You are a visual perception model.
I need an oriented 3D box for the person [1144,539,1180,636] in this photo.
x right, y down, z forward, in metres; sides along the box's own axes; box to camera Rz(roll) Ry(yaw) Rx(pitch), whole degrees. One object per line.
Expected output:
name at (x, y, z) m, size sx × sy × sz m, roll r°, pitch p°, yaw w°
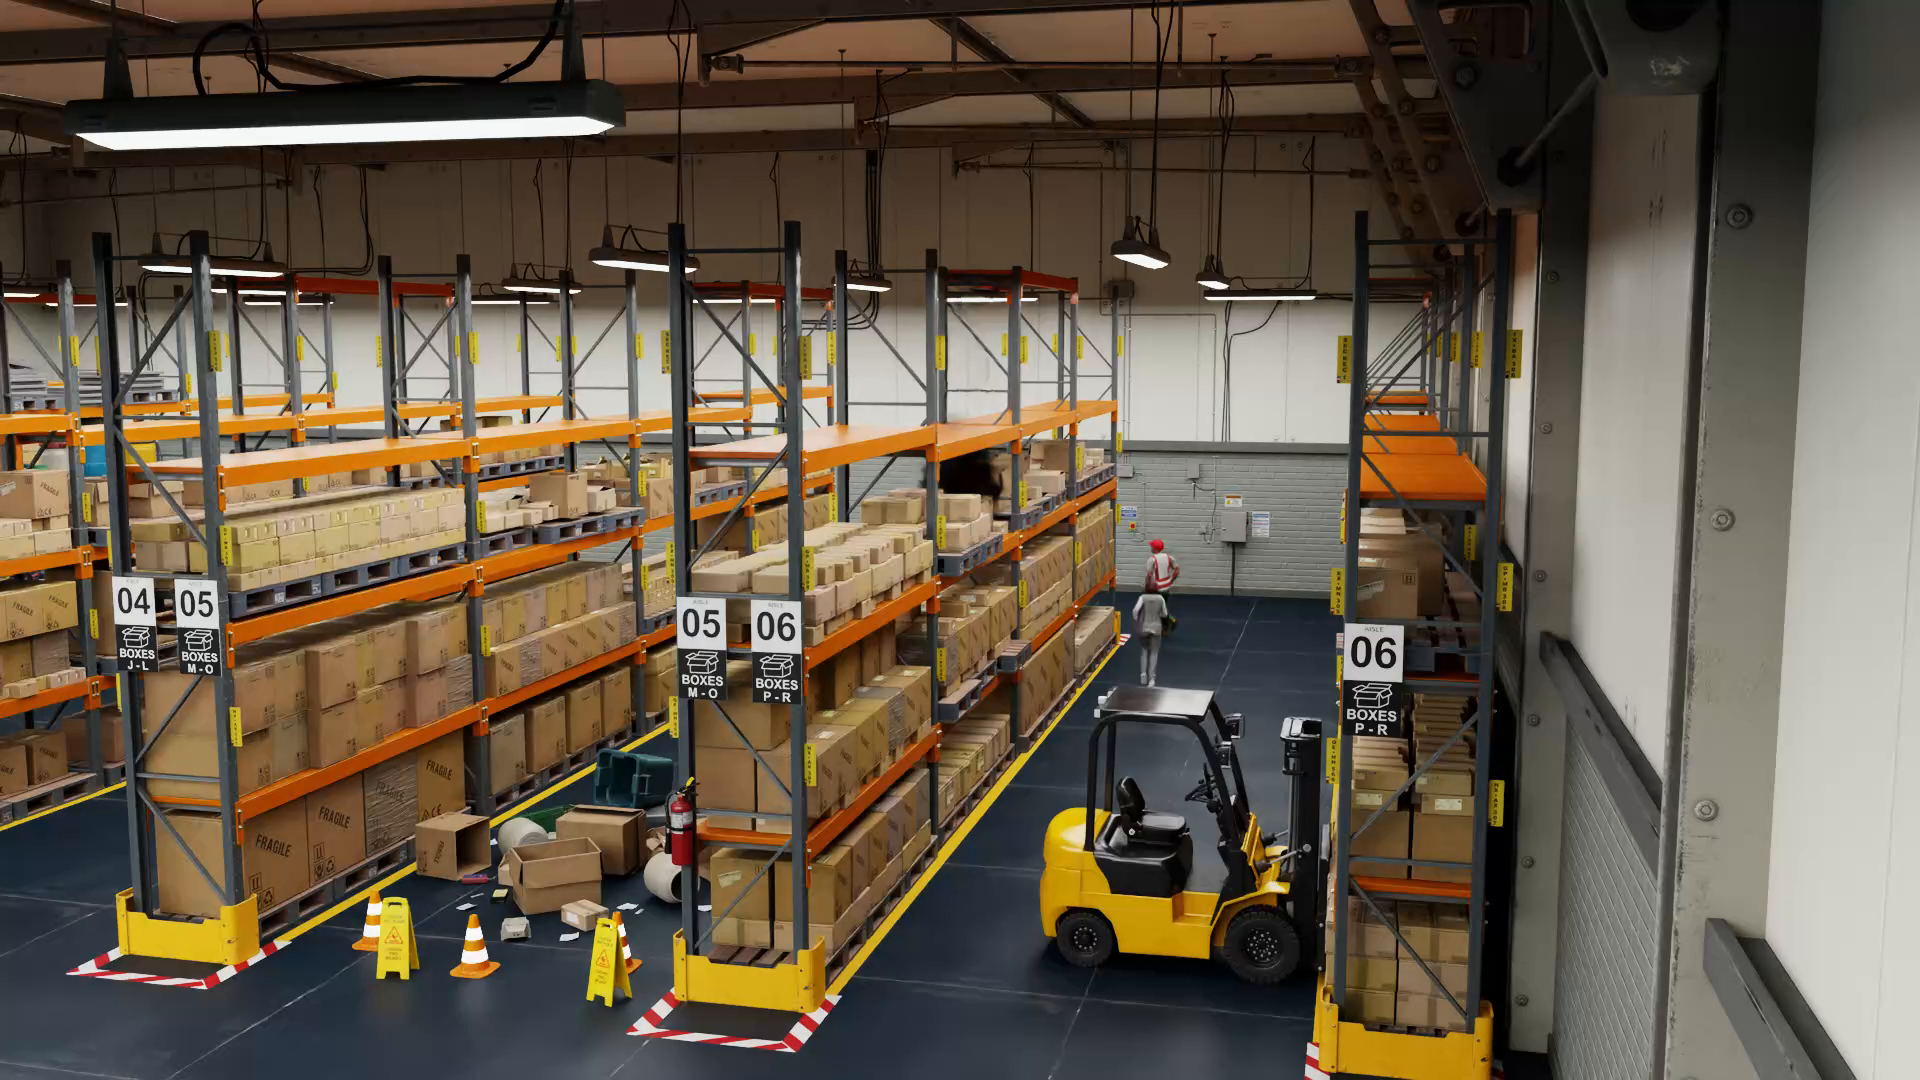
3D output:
person at (3.463, 0.836, 28.584) m, size 0.704 × 1.731 × 0.662 m, roll -4°, pitch 8°, yaw -32°

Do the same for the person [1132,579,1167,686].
person at (2.810, 1.373, 24.626) m, size 0.505 × 1.622 × 0.684 m, roll 1°, pitch 7°, yaw 9°
